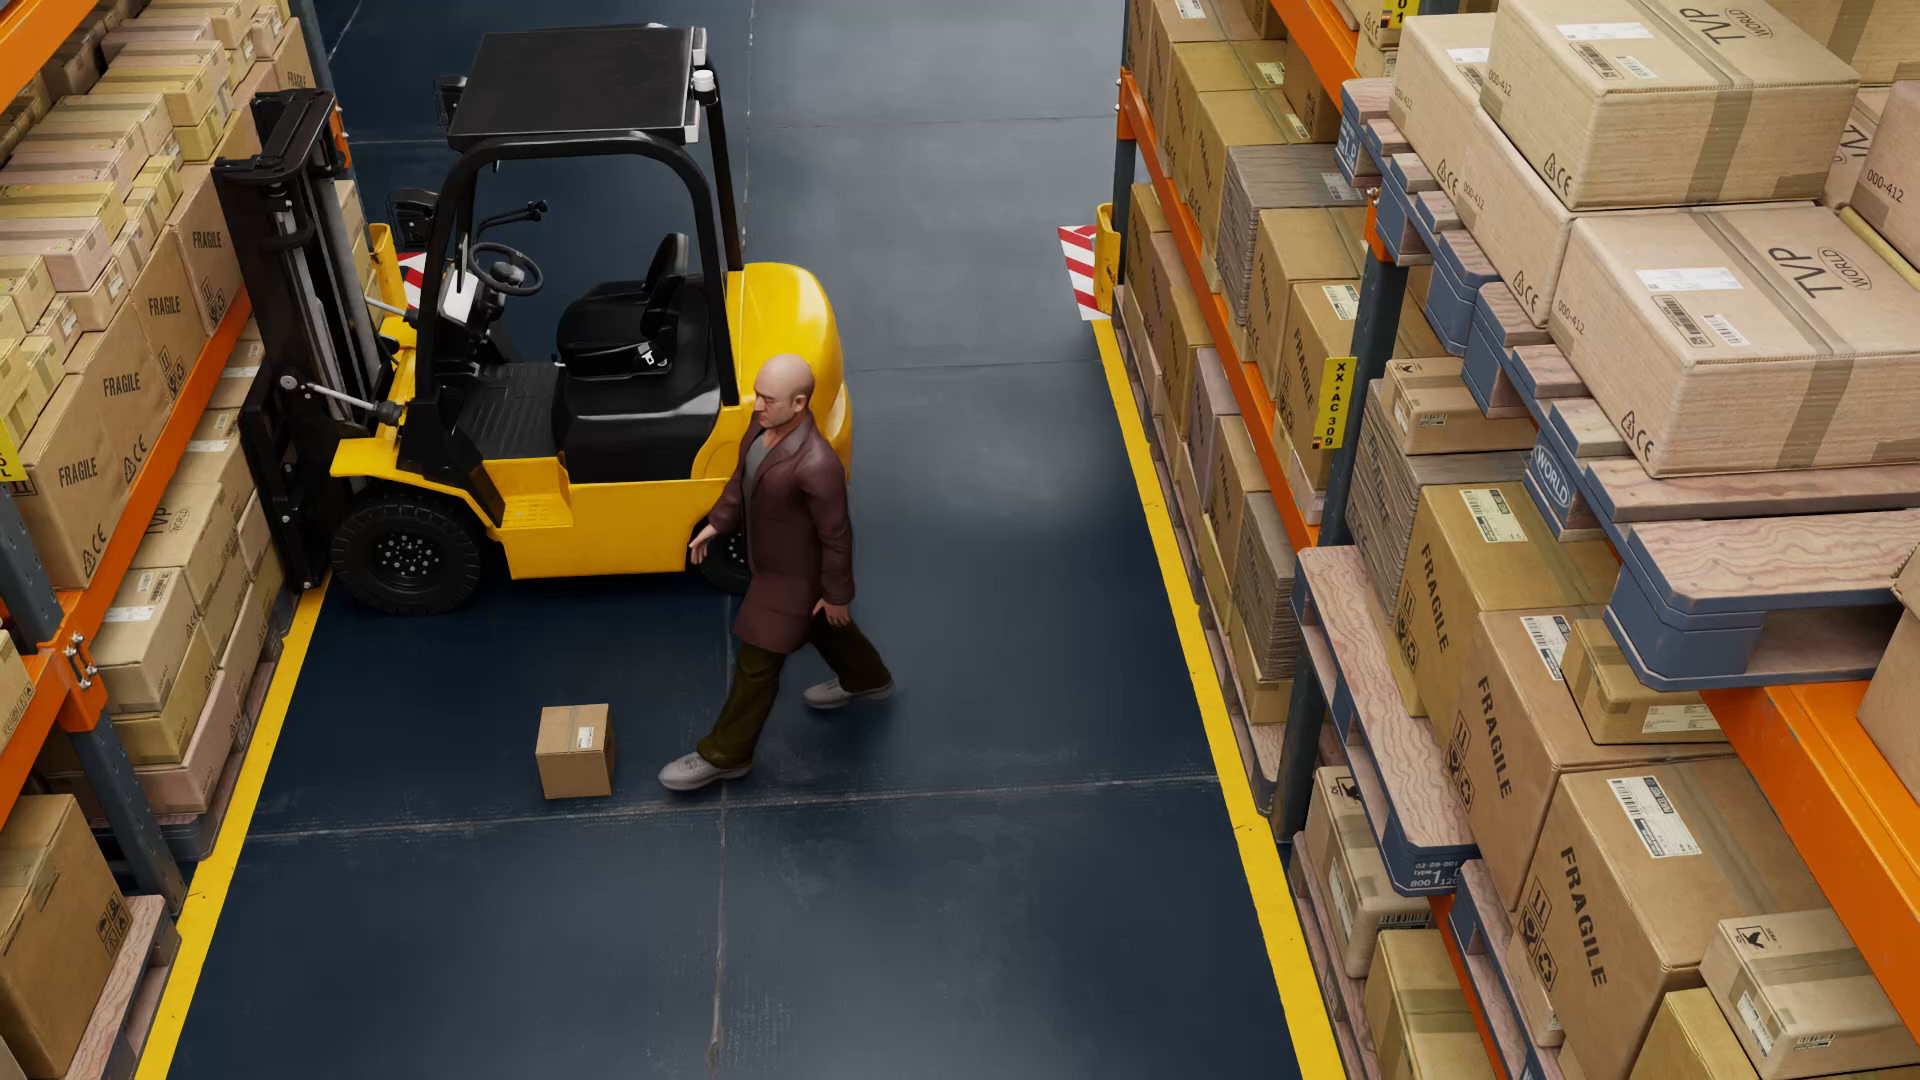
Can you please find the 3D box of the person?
[{"bbox_3d":[-0.715,0.095,6.031,1.020,1.735,0.607,-13,40,-16],"label":"person"}]
